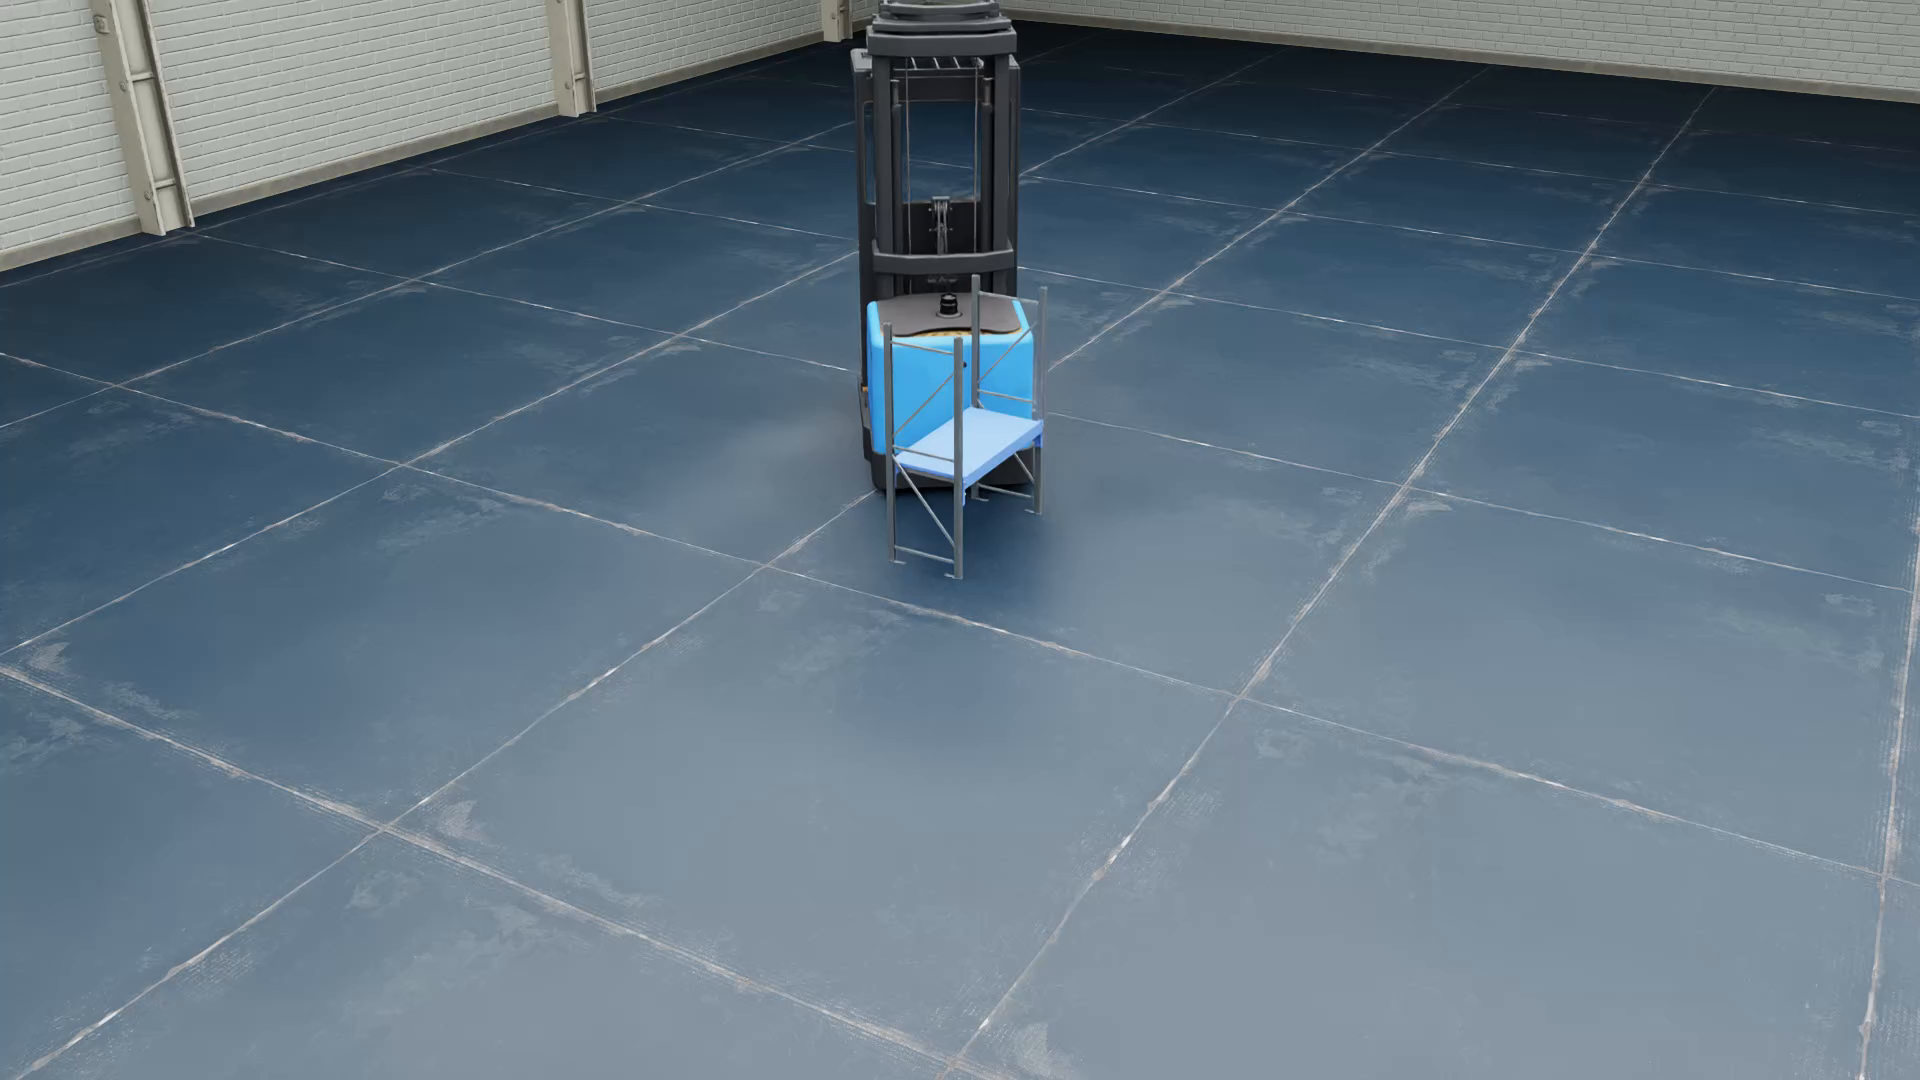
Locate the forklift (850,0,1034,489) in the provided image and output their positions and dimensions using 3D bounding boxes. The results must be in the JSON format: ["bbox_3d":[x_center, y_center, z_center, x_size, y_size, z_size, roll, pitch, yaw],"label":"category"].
[{"bbox_3d":[-0.172,-2.269,11.508,1.130,2.935,3.031,-2,27,-5],"label":"forklift"}]

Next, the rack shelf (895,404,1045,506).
[{"bbox_3d":[0.044,-0.527,10.029,0.538,0.185,1.000,14,30,26],"label":"rack shelf"}]

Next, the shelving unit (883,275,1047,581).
[{"bbox_3d":[0.044,-0.688,9.948,0.538,1.500,1.048,14,30,26],"label":"shelving unit"}]

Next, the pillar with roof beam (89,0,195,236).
[{"bbox_3d":[-4.050,-6.143,12.468,9.100,9.000,0.400,14,30,26],"label":"pillar with roof beam"}]

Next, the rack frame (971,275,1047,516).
[{"bbox_3d":[0.296,-0.885,10.343,0.500,1.500,0.032,14,30,26],"label":"rack frame"}]

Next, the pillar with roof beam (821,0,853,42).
[{"bbox_3d":[1.853,-10.819,21.811,9.100,9.000,0.400,14,30,26],"label":"pillar with roof beam"}]

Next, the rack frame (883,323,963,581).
[{"bbox_3d":[-0.207,-0.490,9.553,0.500,1.500,0.032,14,30,26],"label":"rack frame"}]

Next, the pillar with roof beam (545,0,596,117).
[{"bbox_3d":[-1.098,-8.481,17.139,9.100,9.000,0.400,14,30,26],"label":"pillar with roof beam"}]
